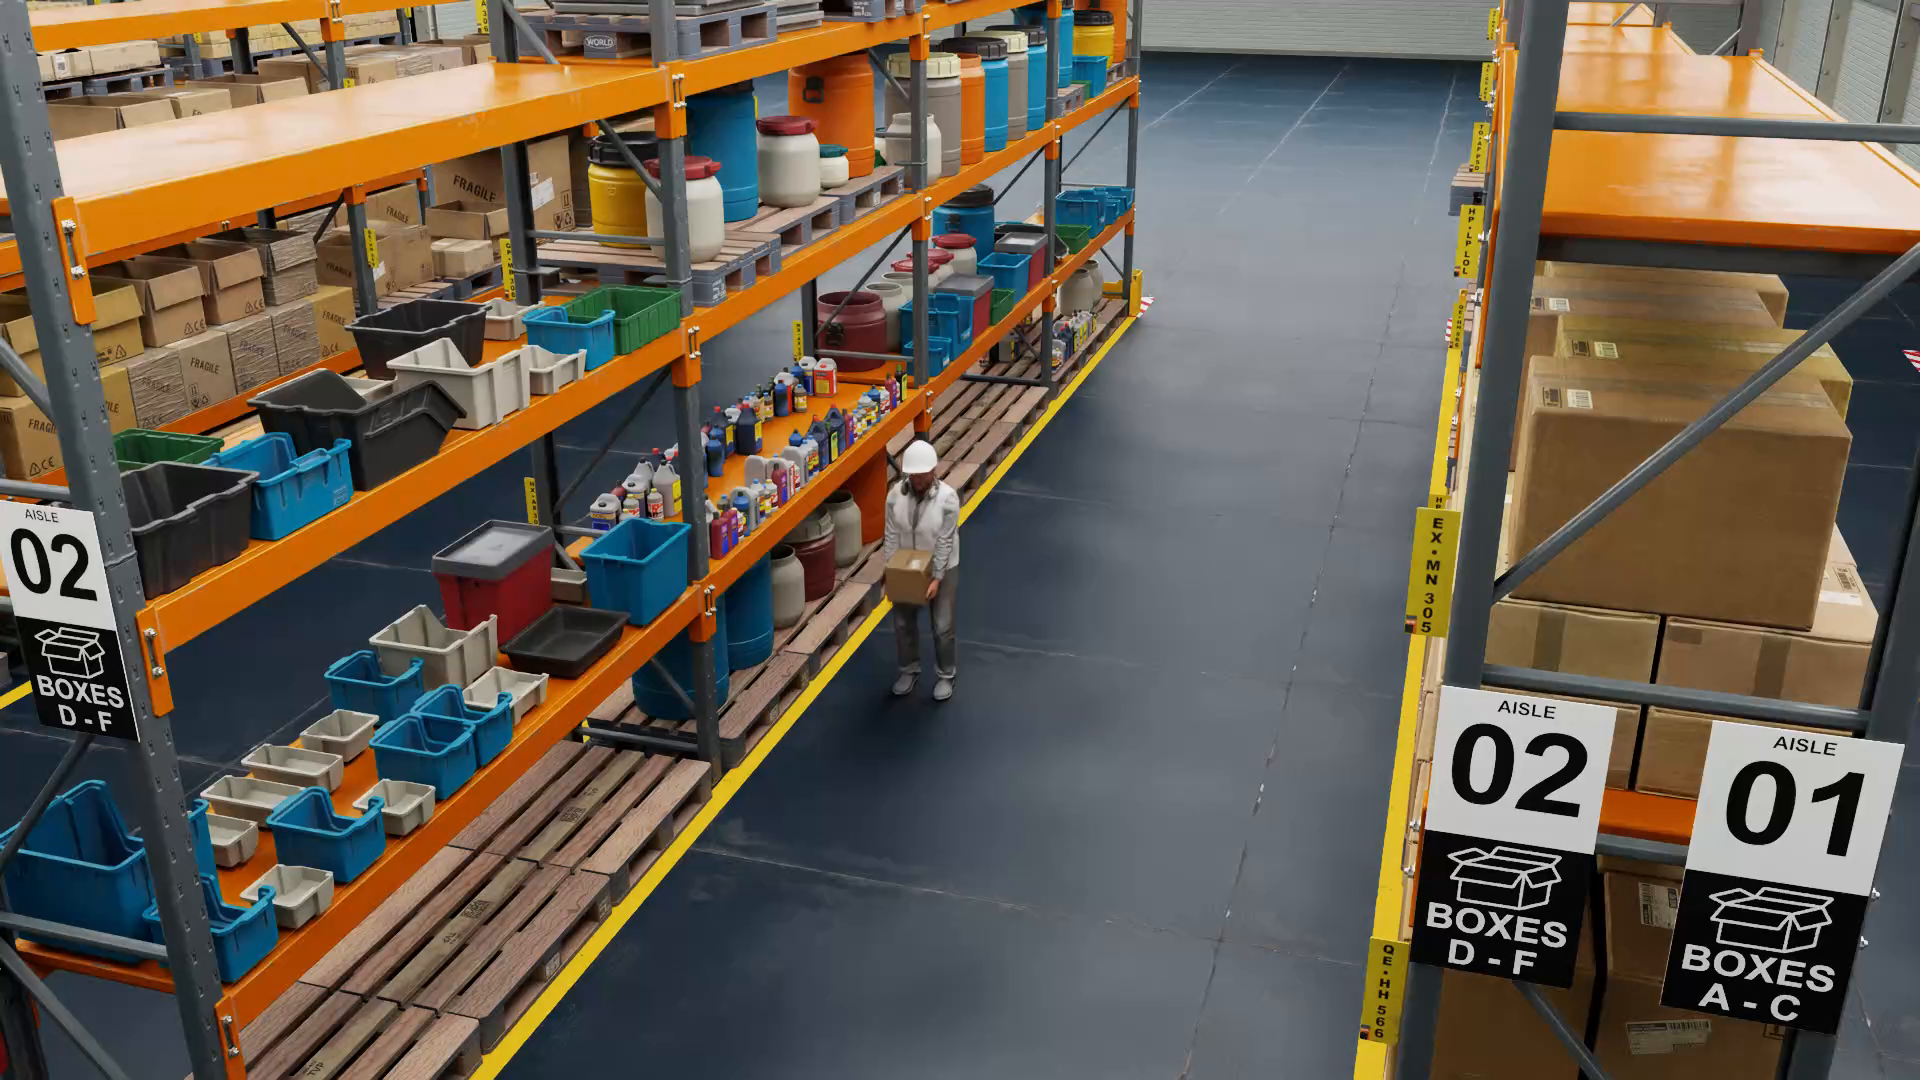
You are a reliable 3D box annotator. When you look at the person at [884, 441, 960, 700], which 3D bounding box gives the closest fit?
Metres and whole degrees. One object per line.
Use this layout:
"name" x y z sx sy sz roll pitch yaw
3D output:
"person" -0.237 0.198 10.589 0.484 1.756 0.584 6 23 15
